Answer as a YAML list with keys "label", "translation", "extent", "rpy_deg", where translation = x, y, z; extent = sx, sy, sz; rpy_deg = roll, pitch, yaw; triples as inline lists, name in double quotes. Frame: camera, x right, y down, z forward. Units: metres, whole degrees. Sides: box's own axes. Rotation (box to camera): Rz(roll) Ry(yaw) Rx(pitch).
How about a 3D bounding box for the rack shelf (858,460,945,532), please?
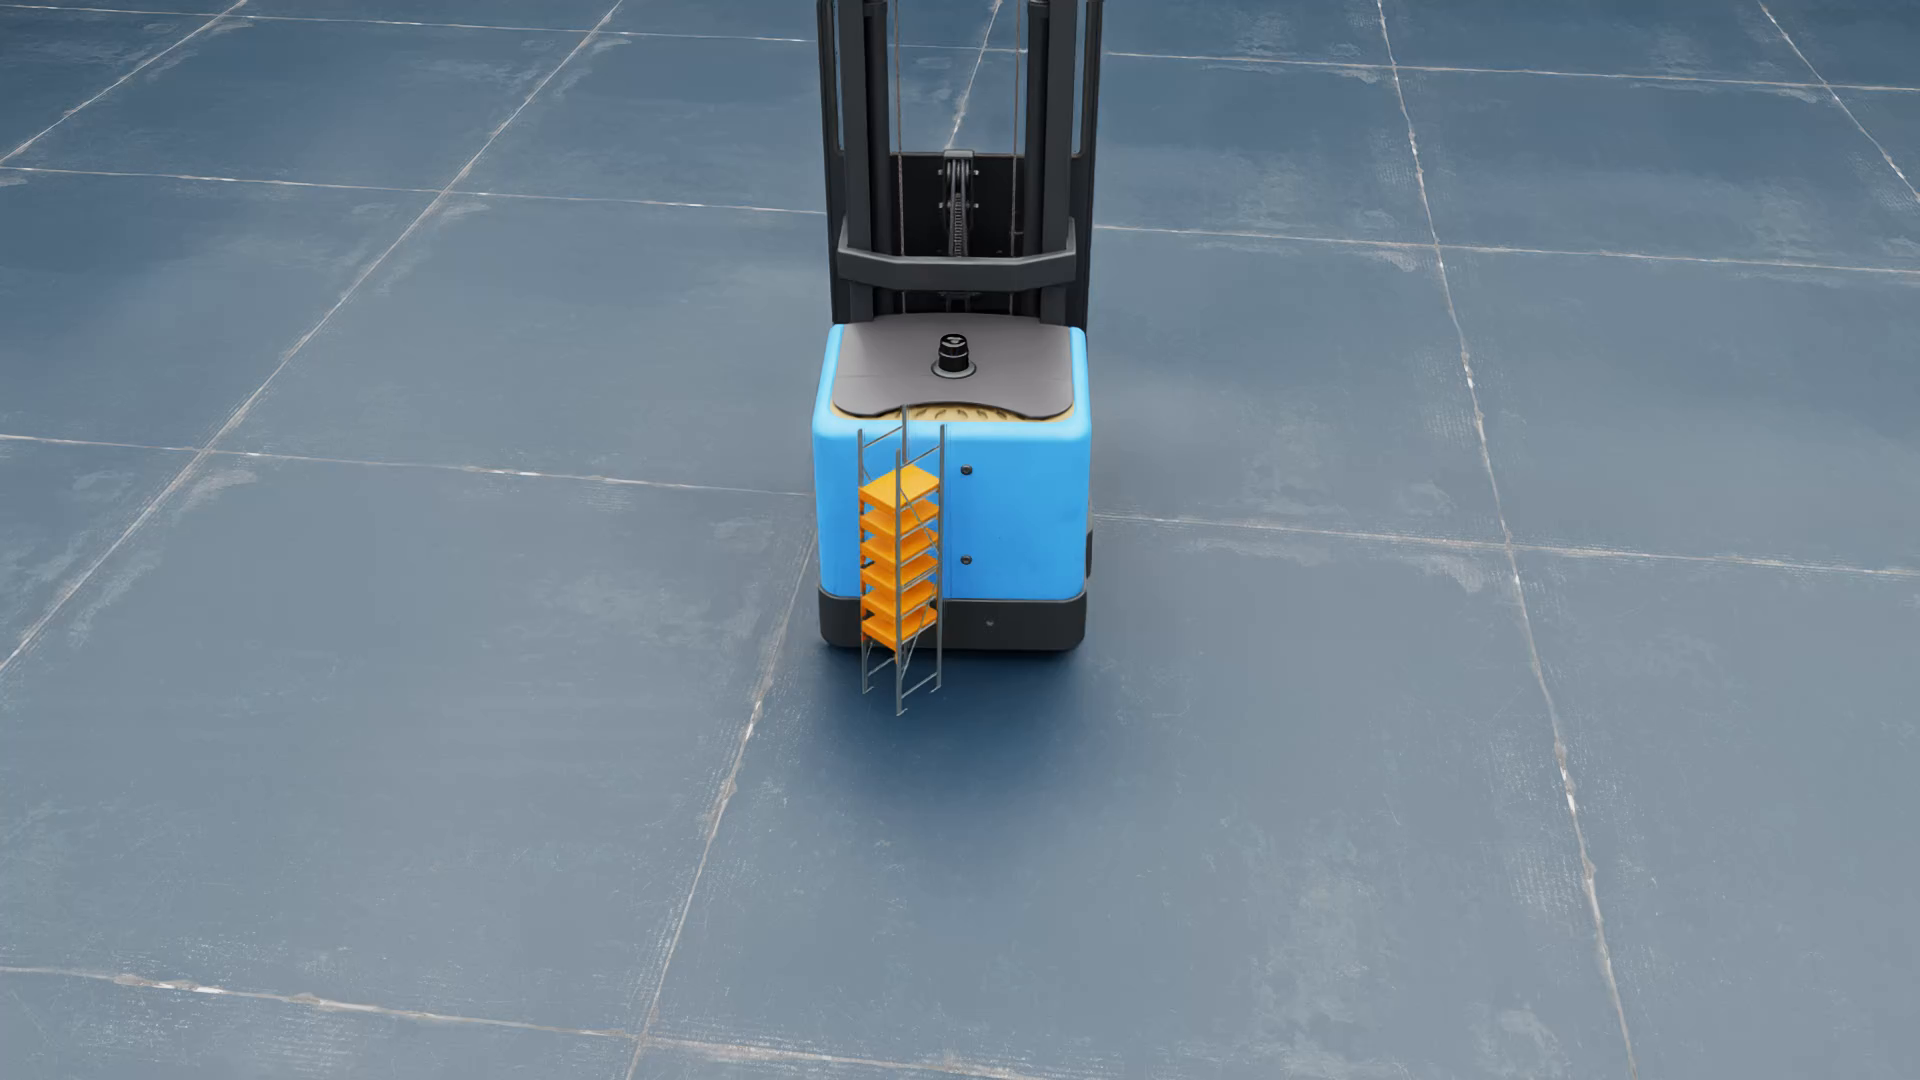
- label: "rack shelf"
  translation: [-0.207, -0.159, 5.893]
  extent: [0.180, 0.103, 0.258]
  rpy_deg: [29, 44, 33]

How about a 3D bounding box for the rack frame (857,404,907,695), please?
- label: "rack frame"
  translation: [-0.281, 0.059, 6.127]
  extent: [0.006, 1.200, 0.240]
  rpy_deg: [29, 44, 33]

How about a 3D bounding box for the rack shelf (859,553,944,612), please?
- label: "rack shelf"
  translation: [-0.214, 0.132, 6.104]
  extent: [0.180, 0.103, 0.258]
  rpy_deg: [29, 44, 33]

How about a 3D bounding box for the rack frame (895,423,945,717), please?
- label: "rack frame"
  translation: [-0.146, 0.134, 6.028]
  extent: [0.006, 1.200, 0.240]
  rpy_deg: [29, 44, 33]

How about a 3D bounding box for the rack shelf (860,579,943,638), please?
- label: "rack shelf"
  translation: [-0.216, 0.229, 6.174]
  extent: [0.180, 0.103, 0.258]
  rpy_deg: [29, 44, 33]

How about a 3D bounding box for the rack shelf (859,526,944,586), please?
- label: "rack shelf"
  translation: [-0.212, 0.035, 6.033]
  extent: [0.180, 0.103, 0.258]
  rpy_deg: [29, 44, 33]

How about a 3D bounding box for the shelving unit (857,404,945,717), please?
- label: "shelving unit"
  translation: [-0.213, 0.096, 6.078]
  extent: [0.189, 1.200, 0.258]
  rpy_deg: [29, 44, 33]

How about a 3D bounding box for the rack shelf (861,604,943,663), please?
- label: "rack shelf"
  translation: [-0.219, 0.327, 6.245]
  extent: [0.180, 0.103, 0.258]
  rpy_deg: [29, 44, 33]

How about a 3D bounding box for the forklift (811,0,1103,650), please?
- label: "forklift"
  translation: [0.006, -1.587, 6.950]
  extent: [1.130, 2.935, 3.031]
  rpy_deg: [1, 36, 1]

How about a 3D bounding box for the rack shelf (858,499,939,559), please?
- label: "rack shelf"
  translation: [-0.210, -0.062, 5.963]
  extent: [0.180, 0.103, 0.258]
  rpy_deg: [29, 44, 33]
